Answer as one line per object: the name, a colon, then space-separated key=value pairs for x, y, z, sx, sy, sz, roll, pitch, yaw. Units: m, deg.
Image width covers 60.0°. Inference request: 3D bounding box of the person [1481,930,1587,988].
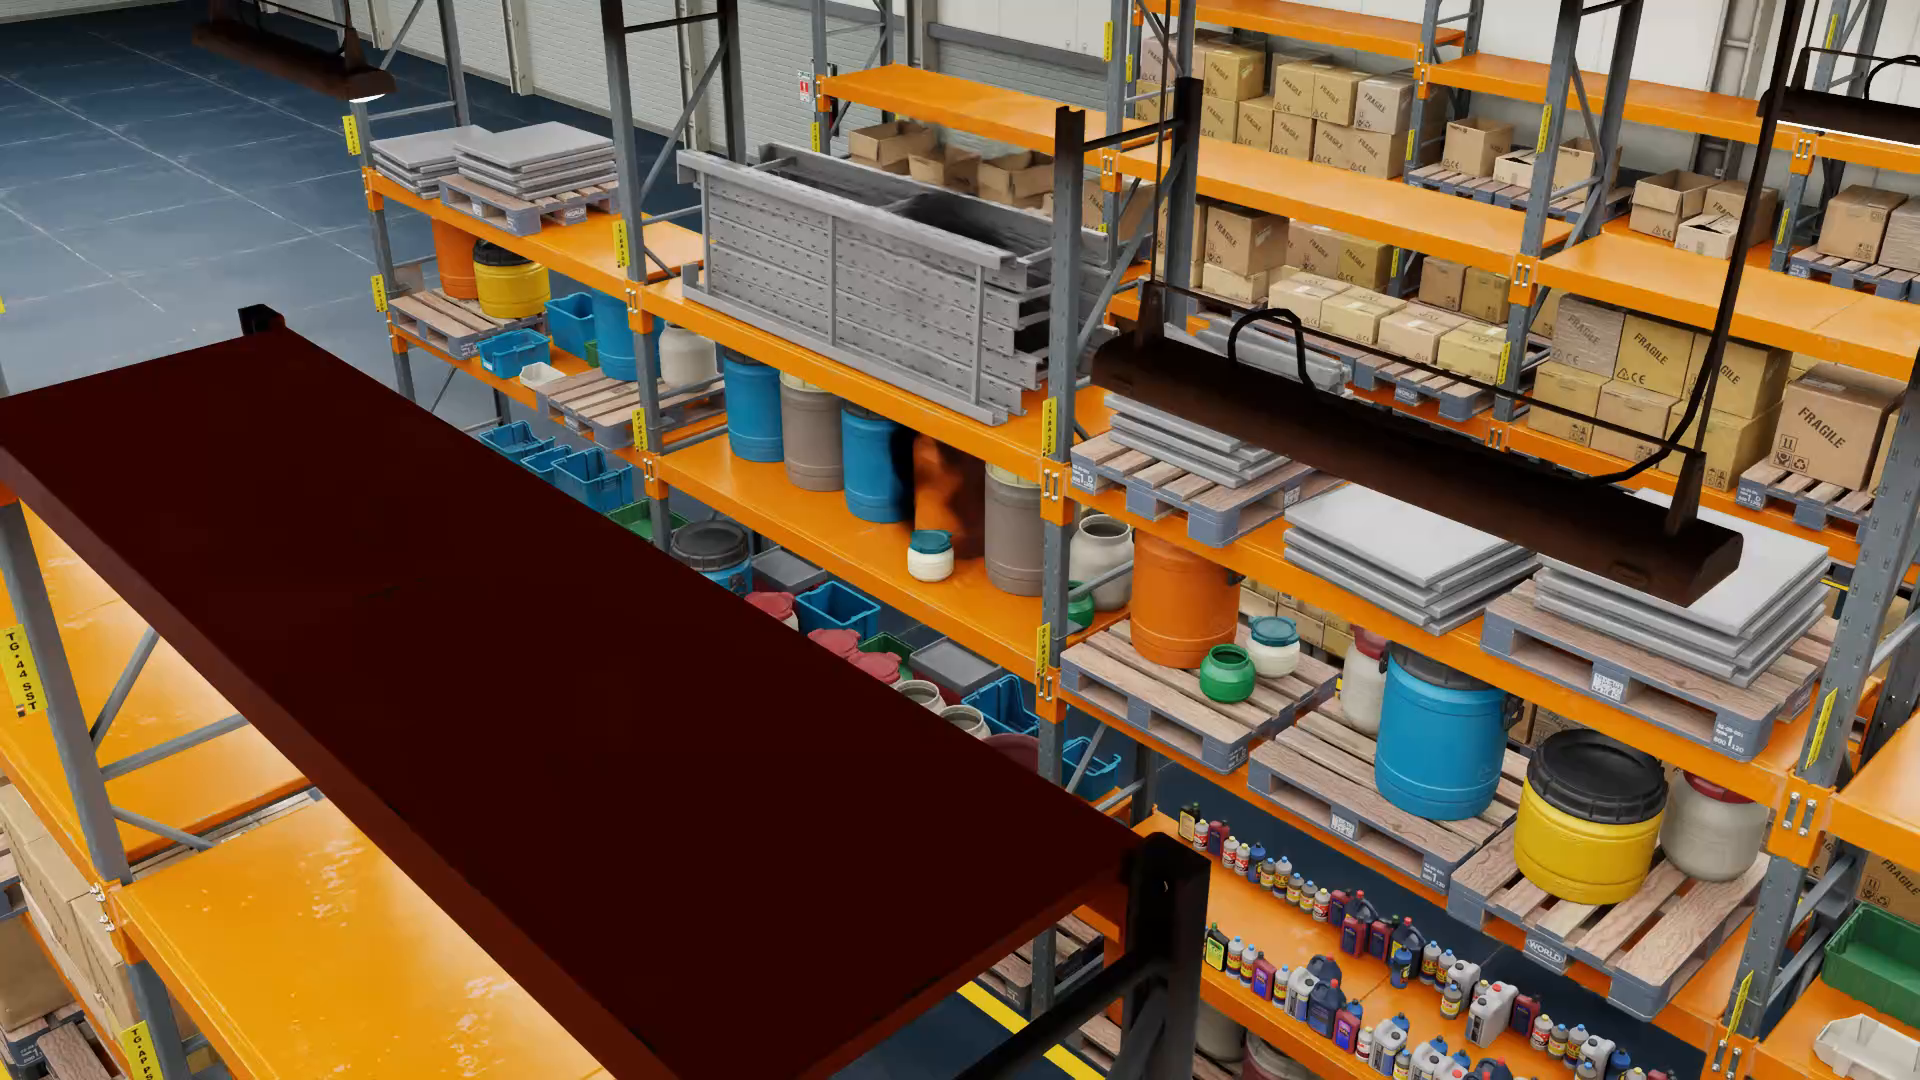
person: x=3.907 y=2.226 z=10.854 sx=0.949 sy=1.565 sz=0.550 roll=19 pitch=33 yaw=31
